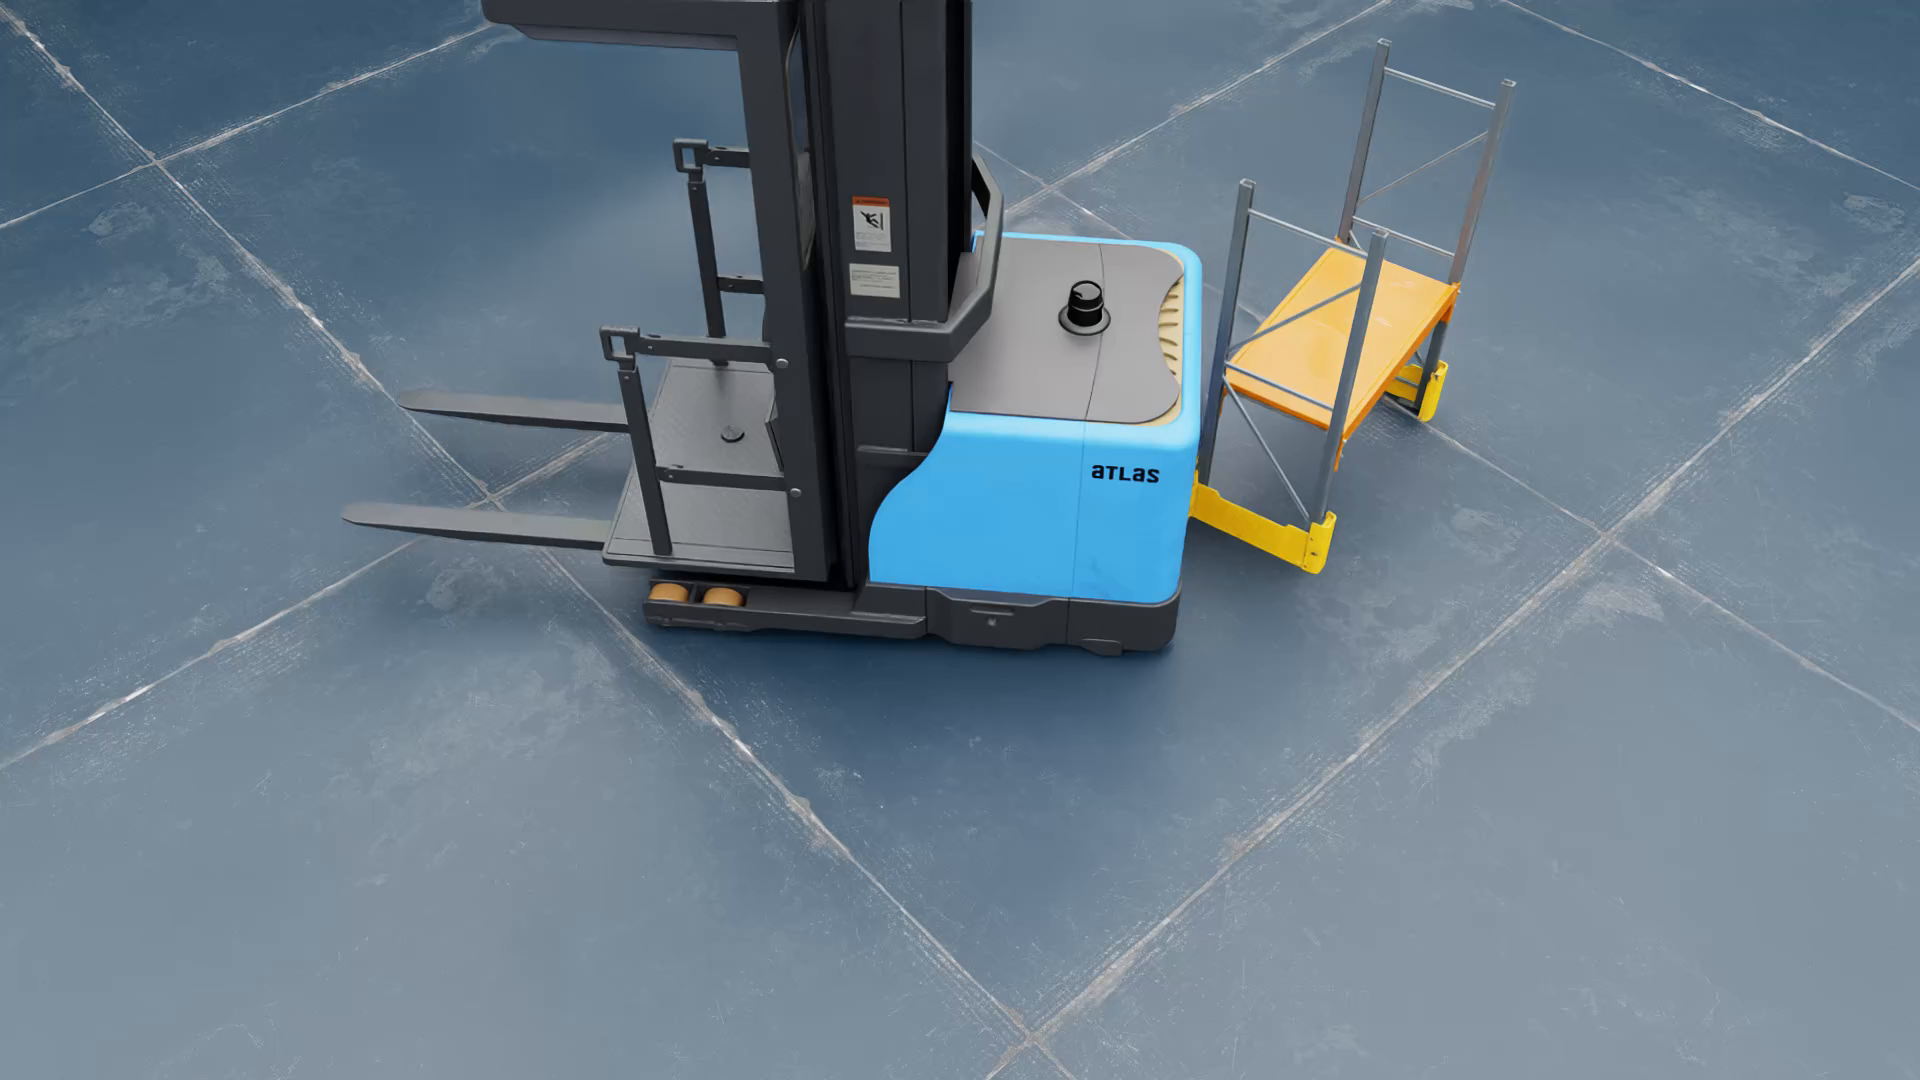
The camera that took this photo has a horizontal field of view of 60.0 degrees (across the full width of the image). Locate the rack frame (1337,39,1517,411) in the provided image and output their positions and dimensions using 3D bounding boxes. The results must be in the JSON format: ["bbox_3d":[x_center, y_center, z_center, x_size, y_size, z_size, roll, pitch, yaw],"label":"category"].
[{"bbox_3d":[1.674,-1.138,6.280,0.500,1.500,0.032,27,53,22],"label":"rack frame"}]

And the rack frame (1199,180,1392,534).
[{"bbox_3d":[1.102,-0.520,5.710,0.500,1.500,0.032,27,53,22],"label":"rack frame"}]

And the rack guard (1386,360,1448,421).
[{"bbox_3d":[1.663,-0.703,6.728,0.587,0.250,0.087,27,53,22],"label":"rack guard"}]

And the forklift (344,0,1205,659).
[{"bbox_3d":[-0.703,-1.061,5.234,3.031,2.935,1.130,5,48,5],"label":"forklift"}]

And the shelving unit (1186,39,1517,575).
[{"bbox_3d":[1.383,-0.824,5.990,0.587,1.500,1.083,27,53,22],"label":"shelving unit"}]

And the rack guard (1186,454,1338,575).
[{"bbox_3d":[1.103,-0.097,6.170,0.587,0.250,0.087,27,53,22],"label":"rack guard"}]

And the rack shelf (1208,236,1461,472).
[{"bbox_3d":[1.388,-0.707,6.127,0.538,0.185,1.000,27,53,22],"label":"rack shelf"}]
